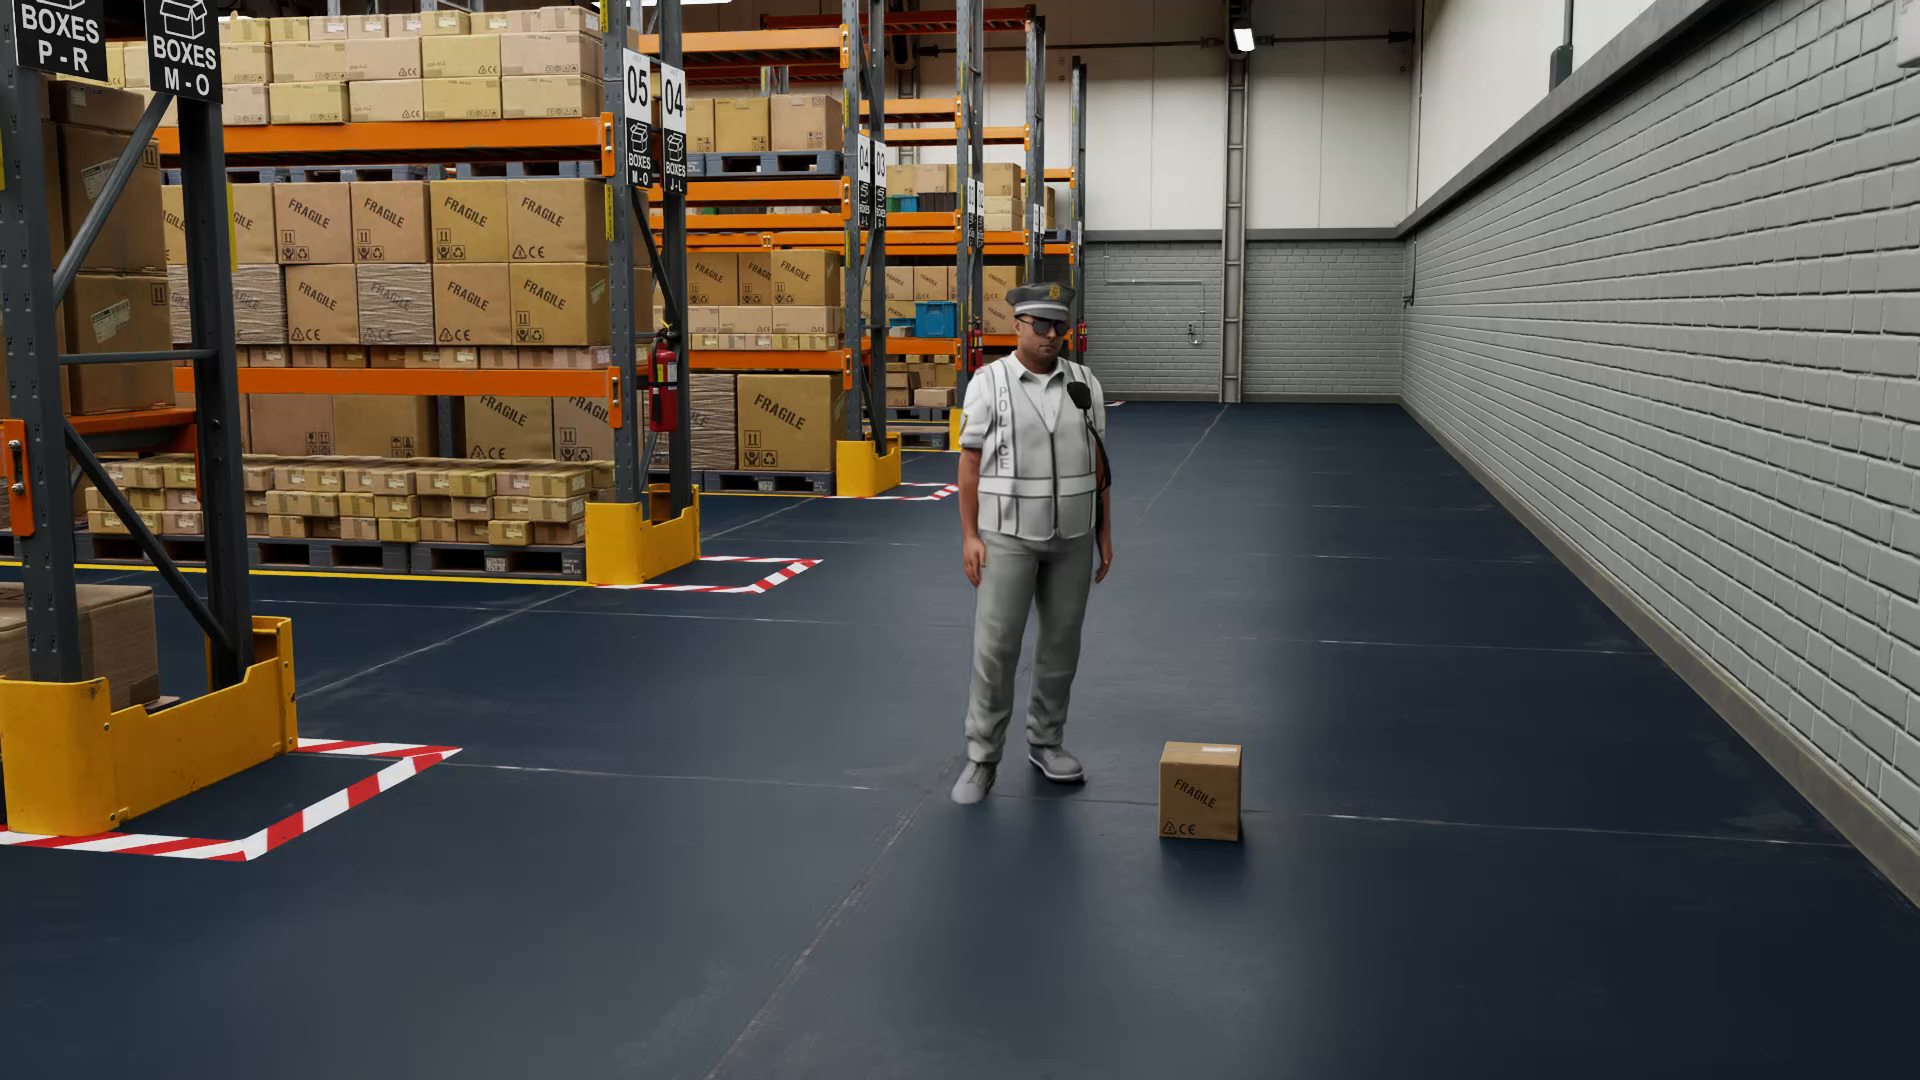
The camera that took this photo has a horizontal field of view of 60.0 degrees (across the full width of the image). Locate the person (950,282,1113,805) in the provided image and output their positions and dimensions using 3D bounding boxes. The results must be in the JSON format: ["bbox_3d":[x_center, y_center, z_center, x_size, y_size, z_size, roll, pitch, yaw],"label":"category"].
[{"bbox_3d":[0.228,0.008,5.827,0.650,1.805,0.433,-3,8,-18],"label":"person"}]
